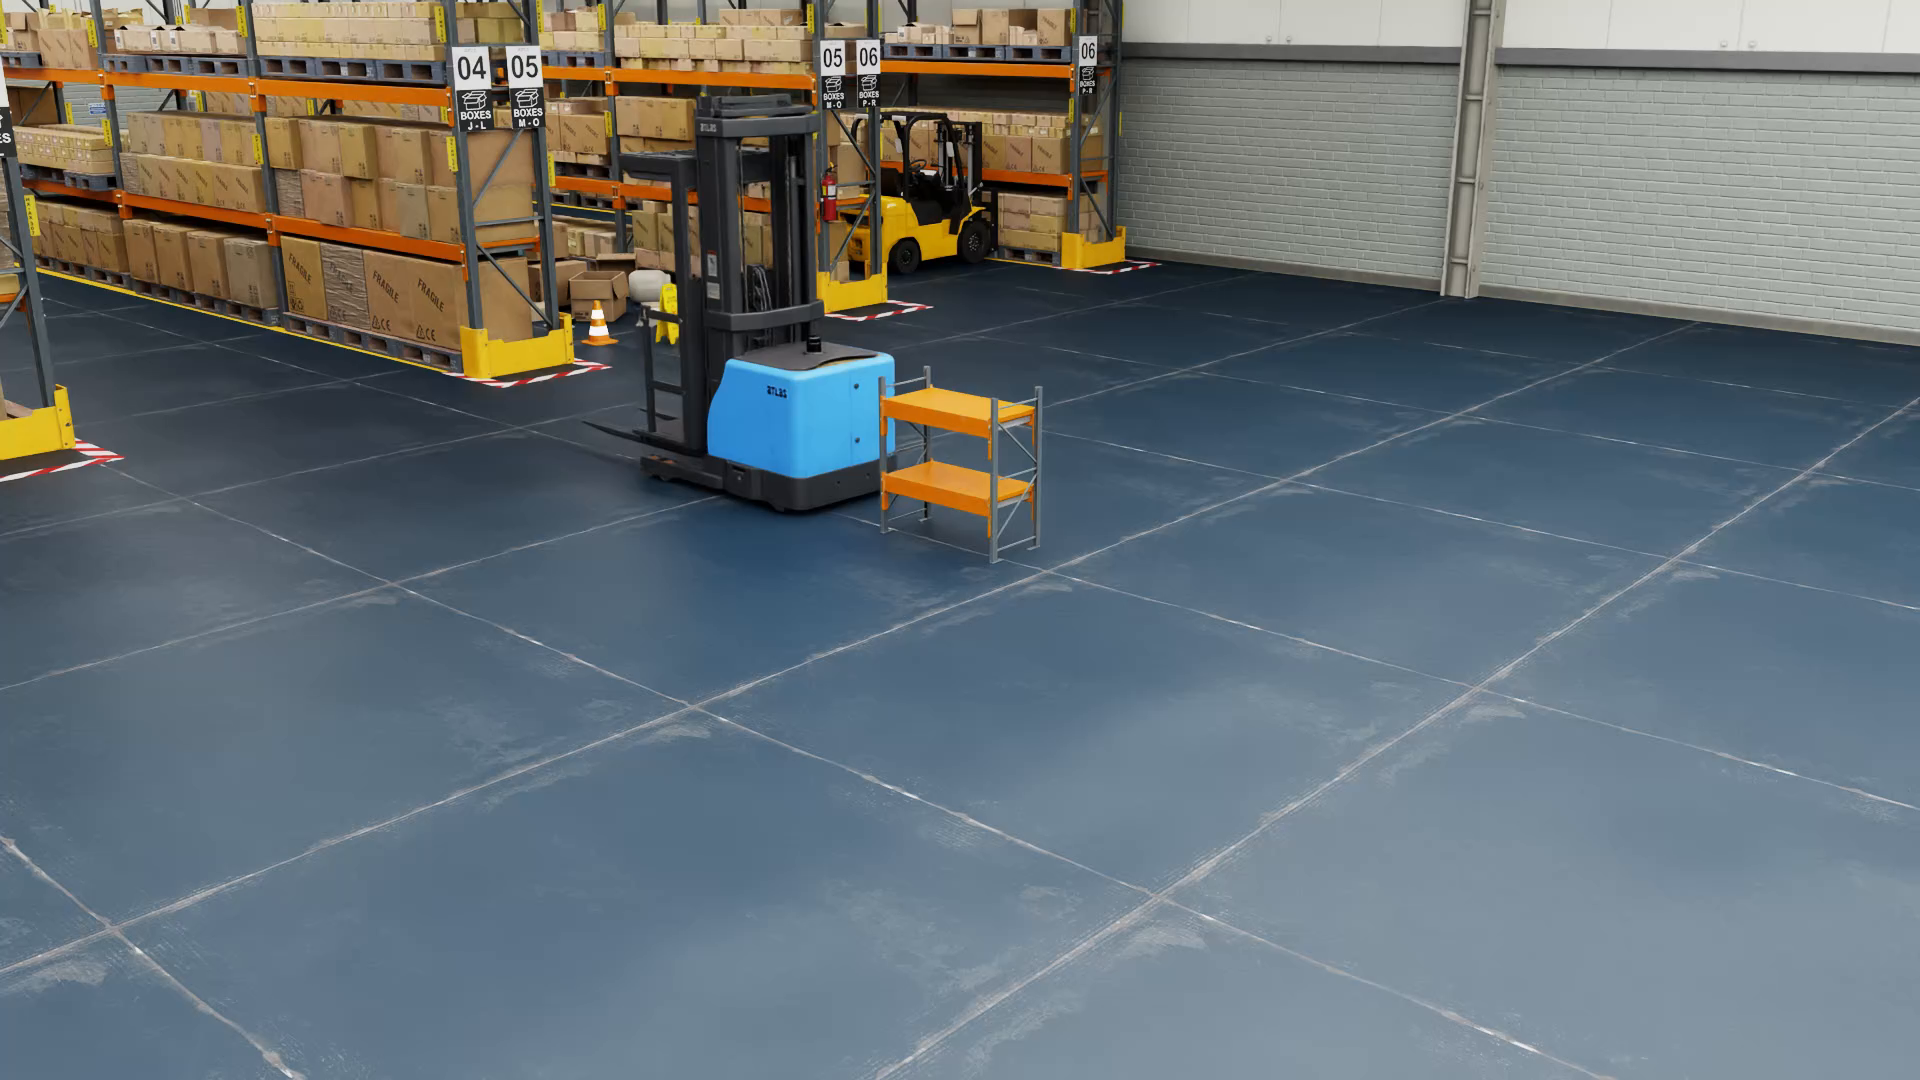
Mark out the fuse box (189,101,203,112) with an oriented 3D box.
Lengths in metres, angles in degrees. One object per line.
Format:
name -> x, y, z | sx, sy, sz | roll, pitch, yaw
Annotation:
fuse box -> -16.055, -8.522, 35.635 | 0.414, 1.711, 0.539 | 15, 23, 39

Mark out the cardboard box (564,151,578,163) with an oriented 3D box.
cardboard box -> -5.320, -5.376, 23.312 | 0.250, 0.149, 0.380 | 15, 23, 38

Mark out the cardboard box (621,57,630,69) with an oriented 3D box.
cardboard box -> -4.279, -6.344, 22.100 | 0.250, 0.149, 0.380 | 15, 23, 38

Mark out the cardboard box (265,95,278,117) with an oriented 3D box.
cardboard box -> -11.631, -7.520, 28.531 | 0.500, 0.500, 0.500 | 15, 23, 40

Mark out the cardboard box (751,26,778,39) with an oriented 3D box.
cardboard box -> -2.333, -6.212, 20.364 | 0.250, 0.149, 0.380 | 15, 23, 40

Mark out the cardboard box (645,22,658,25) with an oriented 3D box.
cardboard box -> -5.283, -8.983, 29.097 | 0.250, 0.149, 0.380 | 14, 23, 38

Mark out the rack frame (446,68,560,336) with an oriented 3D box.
rack frame -> -4.568, -3.210, 16.768 | 0.127, 3.000, 1.000 | 15, 23, 39

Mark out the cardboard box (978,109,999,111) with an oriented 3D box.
cardboard box -> 0.487, -6.458, 25.272 | 0.250, 0.149, 0.380 | 16, 24, 41

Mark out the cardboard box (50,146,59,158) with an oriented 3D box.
cardboard box -> -11.994, -5.241, 22.397 | 0.250, 0.149, 0.380 | 15, 23, 39

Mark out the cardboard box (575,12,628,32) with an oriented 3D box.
cardboard box -> -4.868, -7.038, 22.598 | 0.500, 0.250, 0.500 | 16, 23, 40

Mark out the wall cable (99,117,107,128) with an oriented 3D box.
wall cable -> -17.558, -9.189, 33.876 | 0.123, 1.953, 0.585 | 15, 23, 39

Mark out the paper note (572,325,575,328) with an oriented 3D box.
paper note -> -4.583, -2.485, 19.394 | 0.144, 0.017, 0.142 | -9, 20, -27

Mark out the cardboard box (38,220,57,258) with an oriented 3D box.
cardboard box -> -12.770, -4.314, 23.685 | 0.500, 0.500, 0.500 | 16, 24, 42

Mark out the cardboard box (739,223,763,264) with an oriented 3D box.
cardboard box -> -2.523, -3.803, 21.249 | 0.500, 0.500, 0.500 | 16, 24, 41

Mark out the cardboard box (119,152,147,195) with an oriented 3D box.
cardboard box -> -10.395, -4.713, 21.338 | 0.500, 0.500, 0.500 | 15, 23, 40

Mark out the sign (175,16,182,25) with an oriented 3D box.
sign -> -10.177, -6.654, 21.676 | 0.005, 0.325, 0.100 | 15, 23, 39

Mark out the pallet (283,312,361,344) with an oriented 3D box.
pallet -> -7.043, -2.514, 19.184 | 1.213, 0.211, 1.003 | 15, 23, 39

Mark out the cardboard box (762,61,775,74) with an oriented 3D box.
cardboard box -> -2.195, -5.772, 20.298 | 0.250, 0.149, 0.380 | 16, 24, 41

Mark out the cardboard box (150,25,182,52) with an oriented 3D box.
cardboard box -> -9.397, -6.053, 20.054 | 0.500, 0.311, 0.500 | 15, 23, 38

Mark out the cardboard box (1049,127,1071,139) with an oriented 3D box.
cardboard box -> 1.489, -5.837, 23.809 | 0.250, 0.149, 0.380 | 15, 23, 40

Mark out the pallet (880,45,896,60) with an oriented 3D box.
pallet -> -1.726, -7.790, 26.557 | 1.217, 0.209, 0.805 | 14, 22, 37

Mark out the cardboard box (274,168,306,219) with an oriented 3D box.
cardboard box -> -7.276, -4.014, 19.051 | 0.550, 0.550, 0.875 | 15, 23, 39

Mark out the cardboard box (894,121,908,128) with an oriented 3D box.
cardboard box -> -0.799, -6.459, 25.768 | 0.250, 0.149, 0.380 | 16, 23, 41

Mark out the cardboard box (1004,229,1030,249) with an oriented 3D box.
cardboard box -> 1.007, -4.489, 24.648 | 0.500, 0.250, 0.500 | 15, 23, 39

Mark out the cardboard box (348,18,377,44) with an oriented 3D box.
cardboard box -> -5.868, -5.195, 16.959 | 0.500, 0.250, 0.500 | 15, 23, 39

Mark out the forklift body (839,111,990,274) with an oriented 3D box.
forklift body -> -0.695, -5.038, 23.930 | 1.214, 2.155, 2.313 | 15, 23, 39

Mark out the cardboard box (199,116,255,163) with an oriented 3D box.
cardboard box -> -8.699, -4.840, 20.087 | 0.500, 0.500, 0.700 | 15, 23, 40

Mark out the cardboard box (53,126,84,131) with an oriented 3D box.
cardboard box -> -12.720, -5.841, 23.796 | 0.250, 0.149, 0.380 | 14, 22, 38

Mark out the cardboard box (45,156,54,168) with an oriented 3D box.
cardboard box -> -12.182, -5.151, 22.604 | 0.250, 0.149, 0.380 | 16, 24, 41

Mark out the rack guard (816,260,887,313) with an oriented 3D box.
rack guard -> -1.415, -3.174, 20.787 | 0.348, 0.500, 1.175 | 15, 23, 39

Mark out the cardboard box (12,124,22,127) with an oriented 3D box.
cardboard box -> -14.093, -5.842, 24.405 | 0.500, 0.500, 0.500 | 15, 23, 39

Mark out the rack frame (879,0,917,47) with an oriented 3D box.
rack frame -> -1.058, -9.137, 25.525 | 0.127, 3.000, 1.000 | 15, 23, 39

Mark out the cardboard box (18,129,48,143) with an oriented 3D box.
cardboard box -> -12.775, -5.592, 23.010 | 0.250, 0.149, 0.380 | 15, 23, 39

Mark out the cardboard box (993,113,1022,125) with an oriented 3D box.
cardboard box -> 0.702, -6.180, 24.397 | 0.250, 0.149, 0.380 | 16, 23, 41

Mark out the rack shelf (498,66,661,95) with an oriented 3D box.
rack shelf -> -5.846, -6.642, 23.812 | 4.000, 0.370, 1.077 | 15, 23, 39

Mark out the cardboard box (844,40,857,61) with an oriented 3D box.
cardboard box -> -1.557, -6.012, 20.393 | 0.500, 0.250, 0.500 | 15, 23, 38

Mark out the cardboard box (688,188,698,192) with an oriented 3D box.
cardboard box -> -3.377, -4.639, 21.686 | 0.250, 0.149, 0.380 | 15, 23, 40

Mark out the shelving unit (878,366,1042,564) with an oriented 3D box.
shelving unit -> -0.005, -0.538, 11.446 | 1.048, 1.125, 0.538 | 15, 23, 39

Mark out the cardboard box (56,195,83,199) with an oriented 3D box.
cardboard box -> -12.818, -4.894, 24.271 | 0.500, 0.250, 0.500 | 14, 23, 38

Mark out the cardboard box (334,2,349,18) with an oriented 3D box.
cardboard box -> -6.186, -5.445, 17.090 | 0.250, 0.149, 0.380 | 15, 23, 40

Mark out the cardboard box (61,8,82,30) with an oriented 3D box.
cardboard box -> -11.420, -6.781, 21.630 | 0.258, 0.266, 0.396 | 15, 23, 39

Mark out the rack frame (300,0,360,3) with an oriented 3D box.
rack frame -> -10.333, -9.619, 27.046 | 0.127, 3.000, 1.000 | 15, 23, 39

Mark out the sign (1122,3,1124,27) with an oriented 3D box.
sign -> 2.307, -7.483, 23.696 | 0.005, 0.325, 0.100 | 15, 23, 39

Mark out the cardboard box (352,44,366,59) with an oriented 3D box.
cardboard box -> -5.992, -5.013, 17.047 | 0.250, 0.149, 0.380 | 15, 23, 40

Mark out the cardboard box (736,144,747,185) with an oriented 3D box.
cardboard box -> -2.690, -4.789, 21.087 | 0.500, 0.500, 0.500 | 15, 23, 39

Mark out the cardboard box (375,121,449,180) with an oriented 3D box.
cardboard box -> -5.621, -4.112, 17.578 | 0.550, 0.550, 0.875 | 15, 23, 39

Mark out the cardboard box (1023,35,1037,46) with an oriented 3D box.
cardboard box -> 1.113, -7.130, 23.715 | 0.250, 0.149, 0.380 | 14, 22, 38

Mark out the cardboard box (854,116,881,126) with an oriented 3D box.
cardboard box -> -1.461, -6.653, 26.377 | 0.250, 0.149, 0.380 | 16, 24, 41

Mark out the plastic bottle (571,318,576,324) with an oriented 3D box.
plastic bottle -> -4.704, -2.599, 19.700 | 0.283, 0.061, 0.133 | 7, 19, 21

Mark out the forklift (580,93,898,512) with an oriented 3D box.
forklift -> -1.893, -1.960, 12.944 | 3.031, 2.935, 1.130 | 16, 24, 41

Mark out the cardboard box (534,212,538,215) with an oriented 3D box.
cardboard box -> -6.926, -4.789, 25.392 | 0.625, 0.372, 0.950 | 13, 22, 36

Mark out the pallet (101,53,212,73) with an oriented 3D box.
pallet -> -10.035, -6.039, 21.035 | 1.003, 0.211, 1.213 | 16, 24, 42
